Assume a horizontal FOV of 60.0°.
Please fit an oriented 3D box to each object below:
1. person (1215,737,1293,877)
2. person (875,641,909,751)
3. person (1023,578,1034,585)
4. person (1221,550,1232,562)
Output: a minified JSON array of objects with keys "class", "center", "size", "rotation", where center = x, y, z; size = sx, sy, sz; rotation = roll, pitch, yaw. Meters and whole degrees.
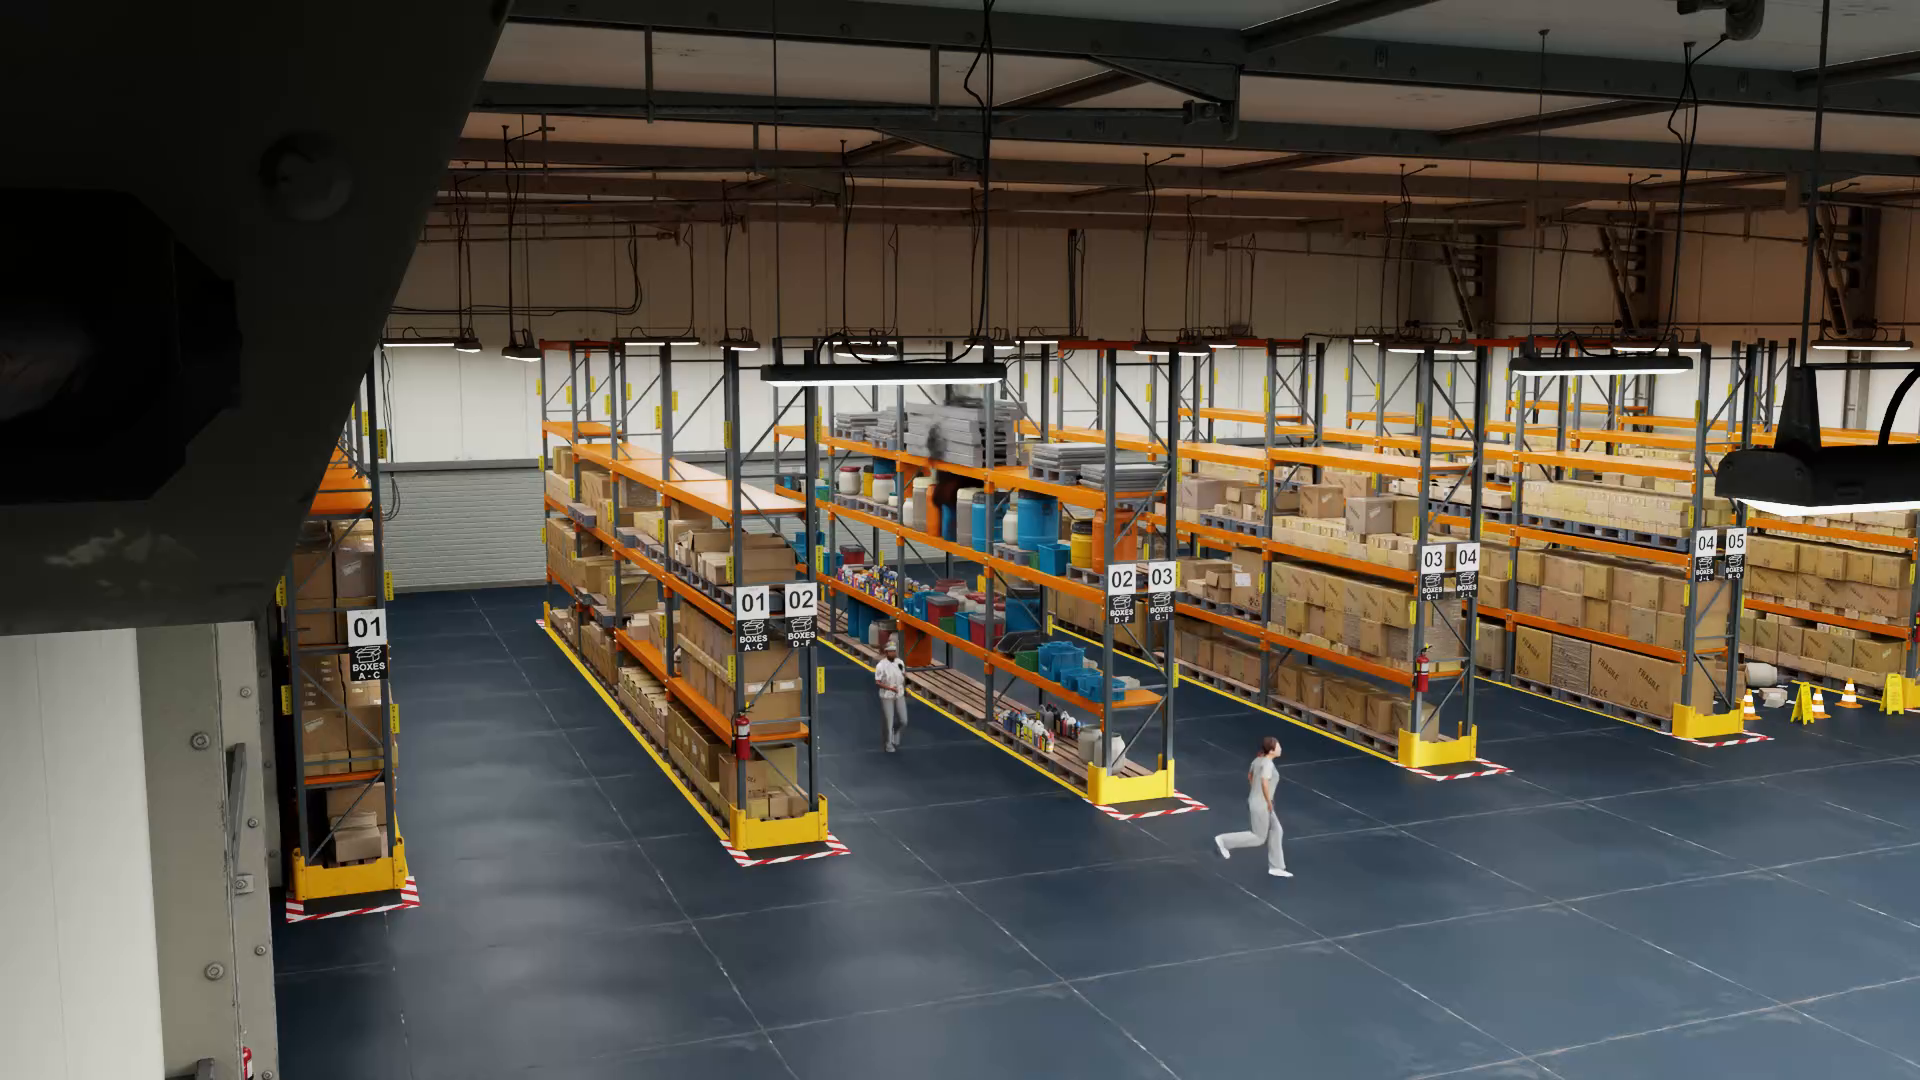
[{"class":"person","center":[3.387,3.074,19.094],"size":[0.910,1.654,0.568],"rotation":[0,7,0]},{"class":"person","center":[-0.974,2.318,24.585],"size":[0.561,1.662,0.562],"rotation":[-3,8,-23]},{"class":"person","center":[1.284,1.474,30.881],"size":[0.703,1.723,0.587],"rotation":[-5,9,-31]},{"class":"person","center":[6.973,-0.093,43.375],"size":[0.520,1.582,0.613],"rotation":[7,10,42]}]
